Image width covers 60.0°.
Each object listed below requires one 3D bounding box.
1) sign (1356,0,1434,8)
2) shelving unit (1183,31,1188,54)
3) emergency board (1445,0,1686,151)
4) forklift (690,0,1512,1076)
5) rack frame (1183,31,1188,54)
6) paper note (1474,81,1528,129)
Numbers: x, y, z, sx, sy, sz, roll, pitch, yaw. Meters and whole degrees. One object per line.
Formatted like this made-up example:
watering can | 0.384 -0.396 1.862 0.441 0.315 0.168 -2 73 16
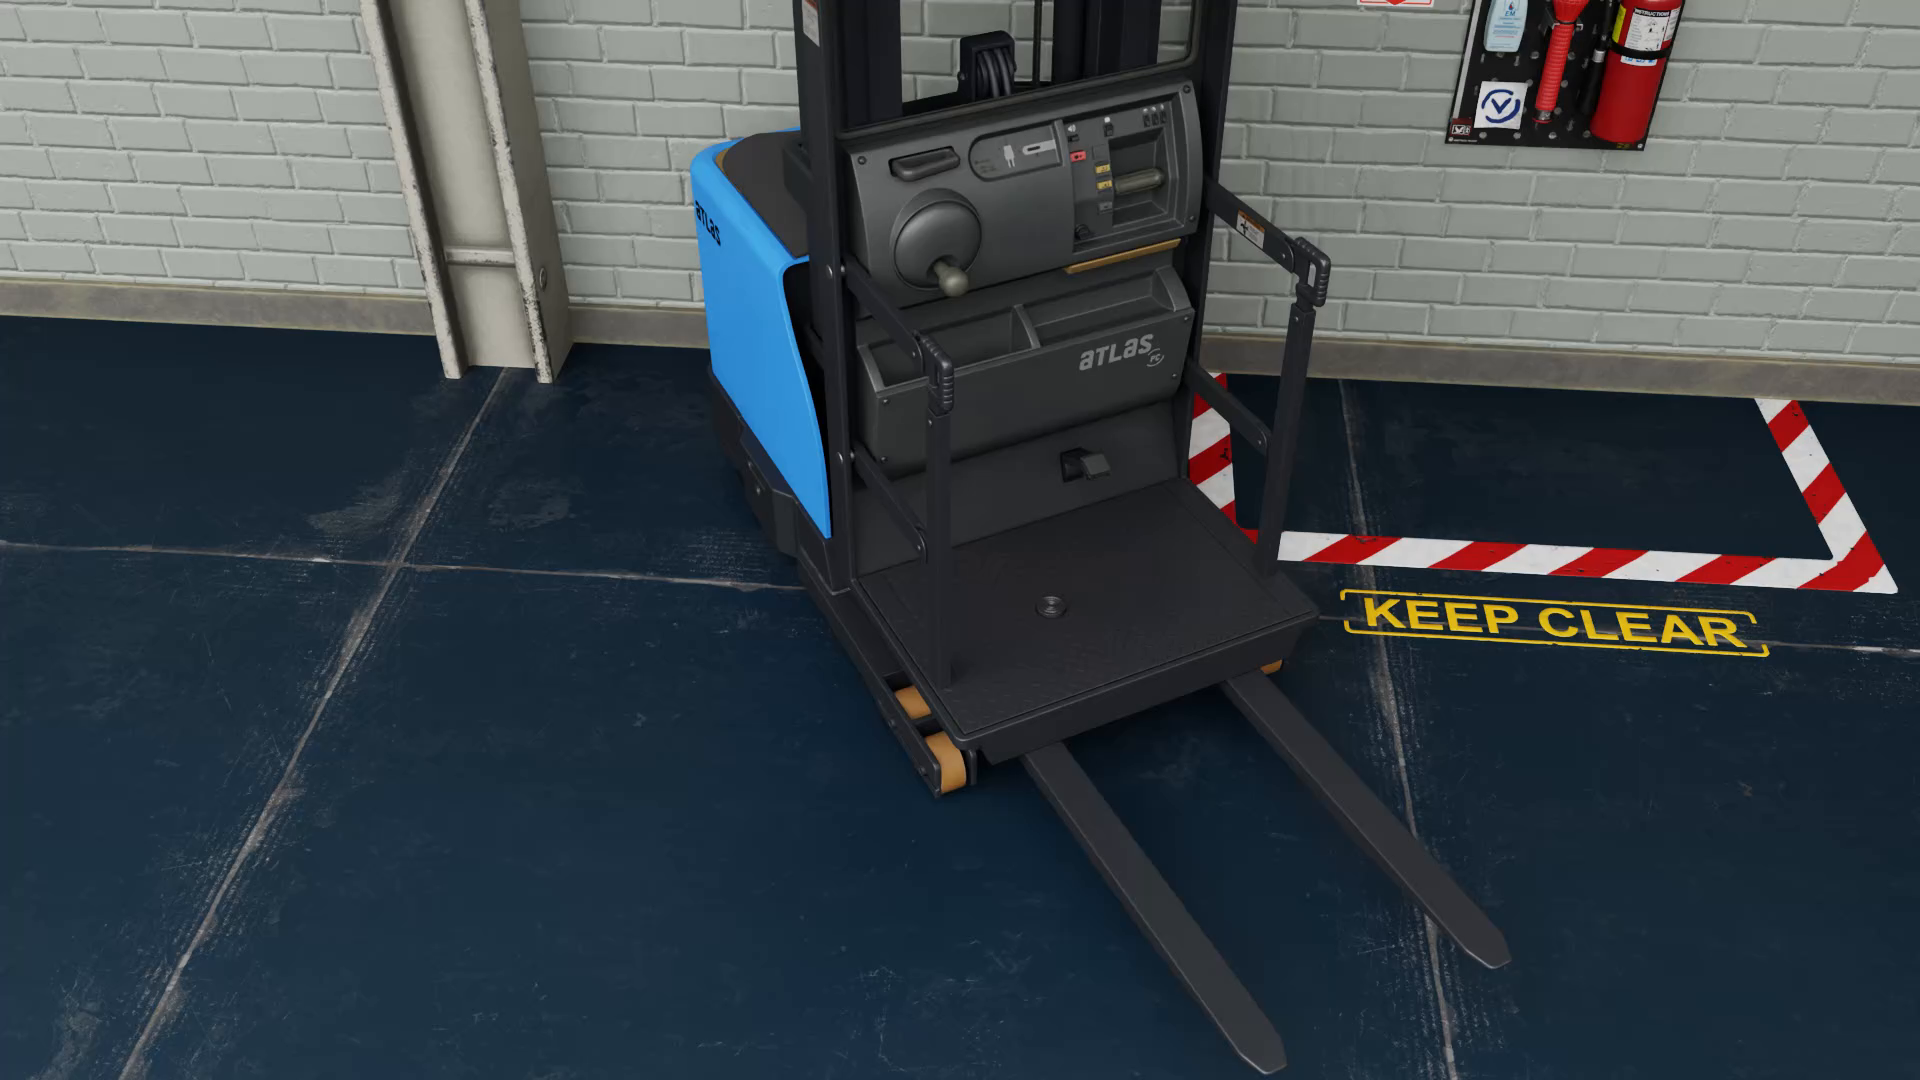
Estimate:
sign | 1.340 -1.772 5.023 0.234 0.329 0.001 3 39 4
shelving unit | 0.149 -1.110 5.346 1.083 1.500 0.587 9 35 0
emergency board | 1.882 -1.663 4.917 0.643 1.169 0.194 3 39 4
forklift | 0.275 -0.784 3.891 1.130 2.935 3.031 -17 42 -20
rack frame | 0.642 -1.032 5.343 0.032 1.500 0.500 9 35 0
paper note | 1.711 -1.375 5.261 0.142 0.148 0.016 3 39 4
